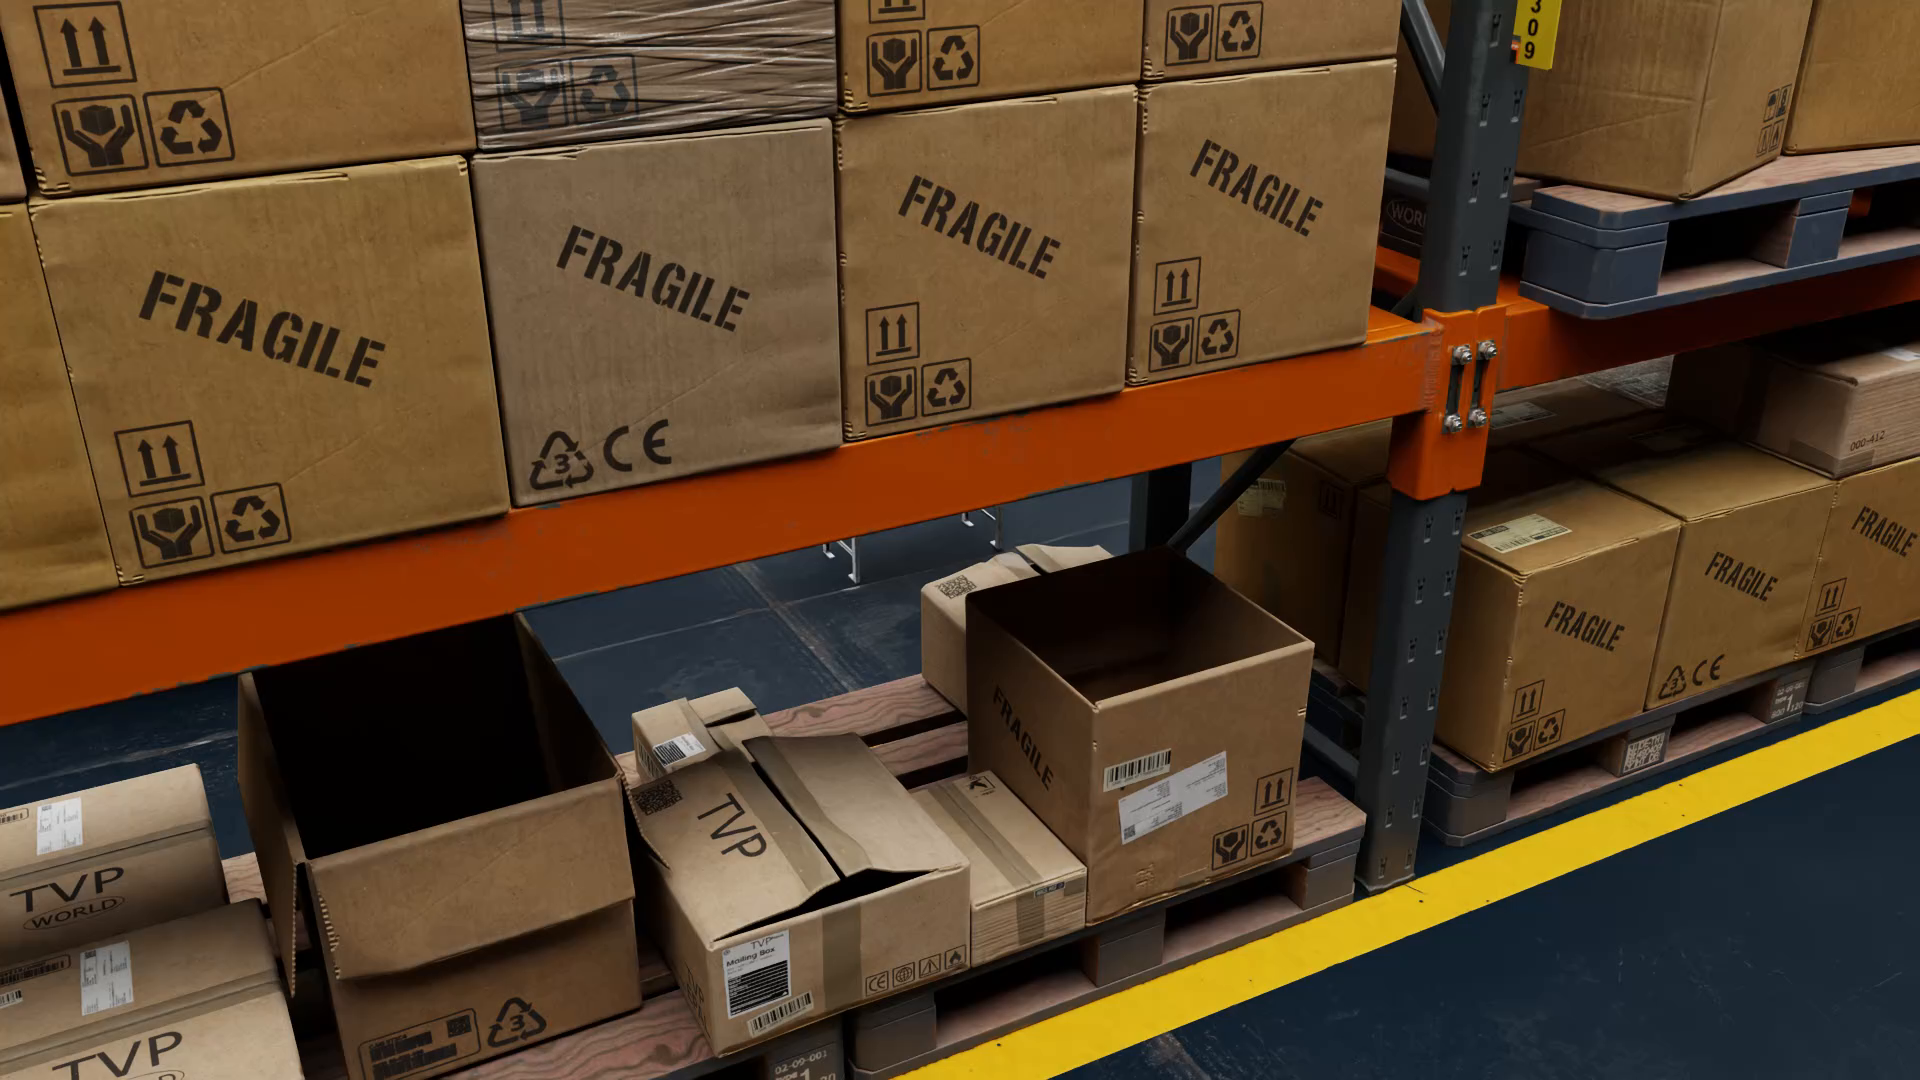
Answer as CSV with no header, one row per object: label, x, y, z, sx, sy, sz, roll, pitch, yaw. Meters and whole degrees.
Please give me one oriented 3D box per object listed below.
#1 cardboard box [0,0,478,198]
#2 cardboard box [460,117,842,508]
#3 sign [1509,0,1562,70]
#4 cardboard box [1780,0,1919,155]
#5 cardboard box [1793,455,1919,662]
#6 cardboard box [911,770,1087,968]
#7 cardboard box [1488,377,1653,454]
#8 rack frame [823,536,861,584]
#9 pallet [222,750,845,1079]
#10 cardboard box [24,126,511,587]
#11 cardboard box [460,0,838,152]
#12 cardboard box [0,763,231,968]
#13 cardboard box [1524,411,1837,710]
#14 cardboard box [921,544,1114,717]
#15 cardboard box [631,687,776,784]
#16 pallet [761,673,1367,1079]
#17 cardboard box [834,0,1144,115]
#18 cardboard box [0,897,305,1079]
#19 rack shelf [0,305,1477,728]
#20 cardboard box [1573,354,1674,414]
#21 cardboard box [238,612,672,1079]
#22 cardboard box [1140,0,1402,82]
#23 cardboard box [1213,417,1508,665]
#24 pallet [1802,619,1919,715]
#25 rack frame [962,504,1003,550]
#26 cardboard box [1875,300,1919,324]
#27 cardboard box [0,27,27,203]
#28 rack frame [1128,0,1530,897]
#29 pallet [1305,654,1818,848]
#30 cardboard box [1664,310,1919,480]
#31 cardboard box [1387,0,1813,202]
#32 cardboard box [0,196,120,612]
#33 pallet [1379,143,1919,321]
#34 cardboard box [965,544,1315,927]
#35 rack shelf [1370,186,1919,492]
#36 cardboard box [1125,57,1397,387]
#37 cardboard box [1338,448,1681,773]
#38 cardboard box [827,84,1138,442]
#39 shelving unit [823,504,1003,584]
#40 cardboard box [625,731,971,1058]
cardboard box,-0.950,-0.761,2.099,0.500,0.500,0.500,-13,29,-26
cardboard box,-0.512,-0.411,2.526,0.500,0.500,0.500,-12,28,-24
sign,0.977,-0.962,2.787,0.005,0.325,0.100,-13,29,-25
cardboard box,1.815,-1.187,3.656,0.500,0.500,0.700,-8,27,-17
cardboard box,2.166,-0.066,4.301,0.500,0.500,0.500,-13,28,-24
cardboard box,0.043,0.633,3.251,0.250,0.149,0.380,-13,29,-25
cardboard box,1.456,-0.156,4.489,0.500,0.500,0.500,-13,29,-25
rack frame,-0.361,-0.457,4.817,0.015,1.200,0.240,-13,29,-25
pallet,-0.969,0.870,3.195,1.213,0.211,1.003,-13,29,-25
cardboard box,-0.960,-0.307,2.307,0.500,0.500,0.500,-13,28,-24
cardboard box,-0.505,-0.863,2.311,0.500,0.500,0.500,-13,28,-25
cardboard box,-1.598,0.692,3.012,0.500,0.250,0.500,-13,29,-25
cardboard box,1.722,0.033,4.095,0.500,0.500,0.500,-13,28,-24
cardboard box,0.243,0.240,3.884,0.500,0.311,0.500,-13,29,-25
cardboard box,-0.516,0.485,3.540,0.250,0.166,0.380,-13,29,-25
pallet,0.108,0.620,3.716,1.213,0.211,1.003,-13,29,-25
cardboard box,-0.060,-0.966,2.525,0.500,0.500,0.500,-14,29,-26
cardboard box,-1.319,0.873,2.635,0.500,0.250,0.500,-13,29,-25
rack shelf,-1.050,-0.045,2.710,4.000,0.370,1.077,-13,29,-25
cardboard box,1.898,-0.258,4.701,0.500,0.500,0.500,-13,28,-24
cardboard box,-0.940,0.535,3.047,0.637,0.503,0.797,-13,29,-25
cardboard box,0.391,-1.071,2.744,0.500,0.500,0.500,-13,28,-25
cardboard box,1.015,-0.059,4.286,0.500,0.500,0.500,-13,29,-25
pallet,2.493,0.050,4.903,1.213,0.211,1.003,-13,29,-25
rack frame,0.069,-0.557,5.024,0.015,1.200,0.240,-13,29,-25
cardboard box,2.581,-0.498,4.335,0.500,0.250,0.500,-14,29,-26
cardboard box,-1.397,-0.657,1.883,0.500,0.500,0.500,-13,28,-24
rack frame,0.715,-0.777,3.403,0.127,3.000,1.000,-13,29,-25
pallet,1.415,0.300,4.382,1.213,0.211,1.003,-13,29,-25
cardboard box,2.139,-0.396,4.122,0.500,0.250,0.500,-13,29,-25
cardboard box,1.238,-1.023,3.313,0.700,0.500,0.500,22,33,37
cardboard box,-1.402,-0.205,2.097,0.500,0.500,0.500,-13,29,-25
pallet,1.471,-0.812,3.697,1.213,0.211,1.003,-13,29,-25
cardboard box,0.346,0.376,3.381,0.500,0.500,0.500,-13,29,-25
rack shelf,2.480,-0.860,4.407,4.000,0.370,1.077,-13,29,-25
cardboard box,0.395,-0.622,2.965,0.500,0.500,0.500,-12,28,-24
cardboard box,1.256,0.146,3.860,0.500,0.500,0.500,-14,29,-27
cardboard box,-0.060,-0.517,2.745,0.500,0.500,0.500,-12,28,-24
shelving unit,-0.146,-0.507,4.920,0.503,1.200,0.258,-13,29,-25
cardboard box,-0.316,0.614,3.104,0.500,0.311,0.500,-13,29,-25
